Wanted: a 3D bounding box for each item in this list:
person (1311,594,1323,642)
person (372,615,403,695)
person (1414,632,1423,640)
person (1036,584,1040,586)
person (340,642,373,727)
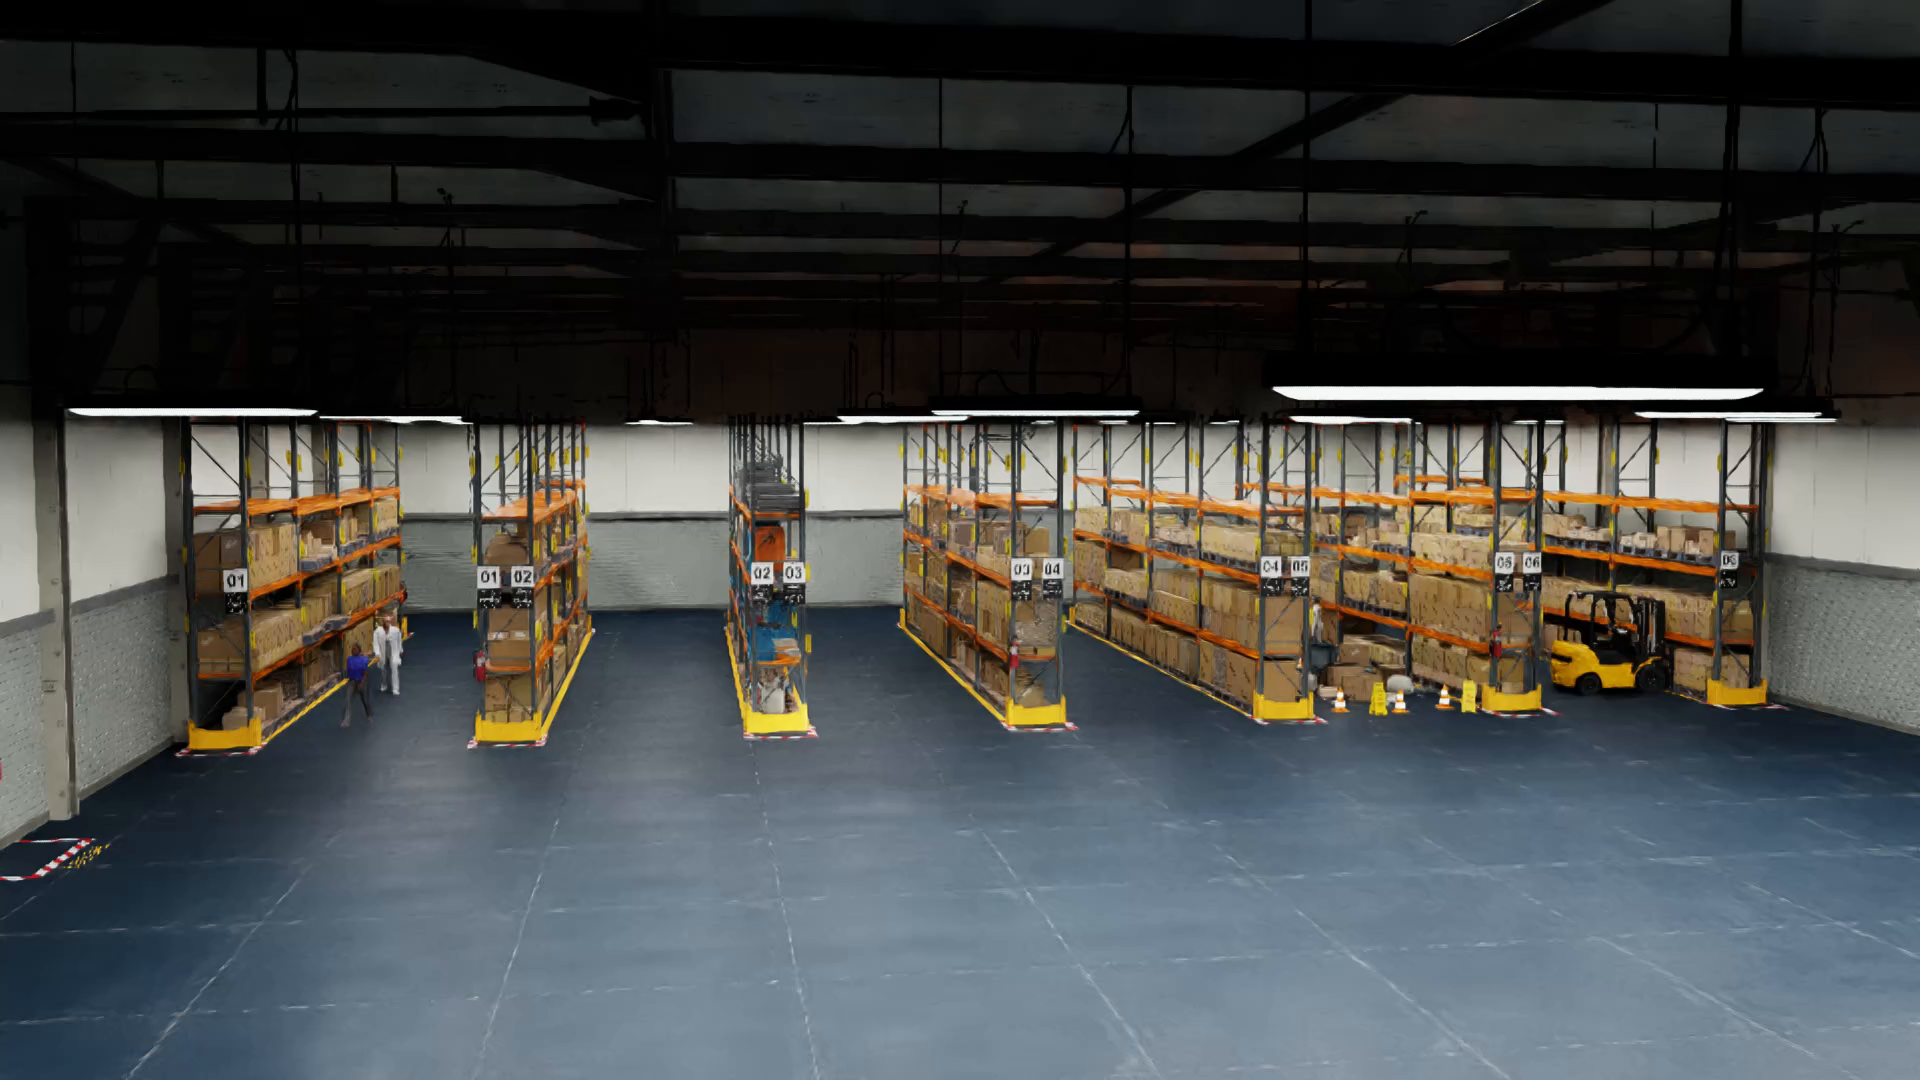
[{"bbox_3d":[8.588,2.139,40.261,0.555,1.664,0.580,1,4,15],"label":"person"},{"bbox_3d":[-12.221,2.438,35.512,0.607,1.699,1.171,-1,4,-18],"label":"person"},{"bbox_3d":[11.505,1.965,41.919,0.489,1.787,0.608,2,4,21],"label":"person"},{"bbox_3d":[2.163,1.332,51.617,0.498,1.778,0.741,3,5,37],"label":"person"},{"bbox_3d":[-11.537,2.748,31.847,0.441,1.587,0.990,0,4,-1],"label":"person"}]
